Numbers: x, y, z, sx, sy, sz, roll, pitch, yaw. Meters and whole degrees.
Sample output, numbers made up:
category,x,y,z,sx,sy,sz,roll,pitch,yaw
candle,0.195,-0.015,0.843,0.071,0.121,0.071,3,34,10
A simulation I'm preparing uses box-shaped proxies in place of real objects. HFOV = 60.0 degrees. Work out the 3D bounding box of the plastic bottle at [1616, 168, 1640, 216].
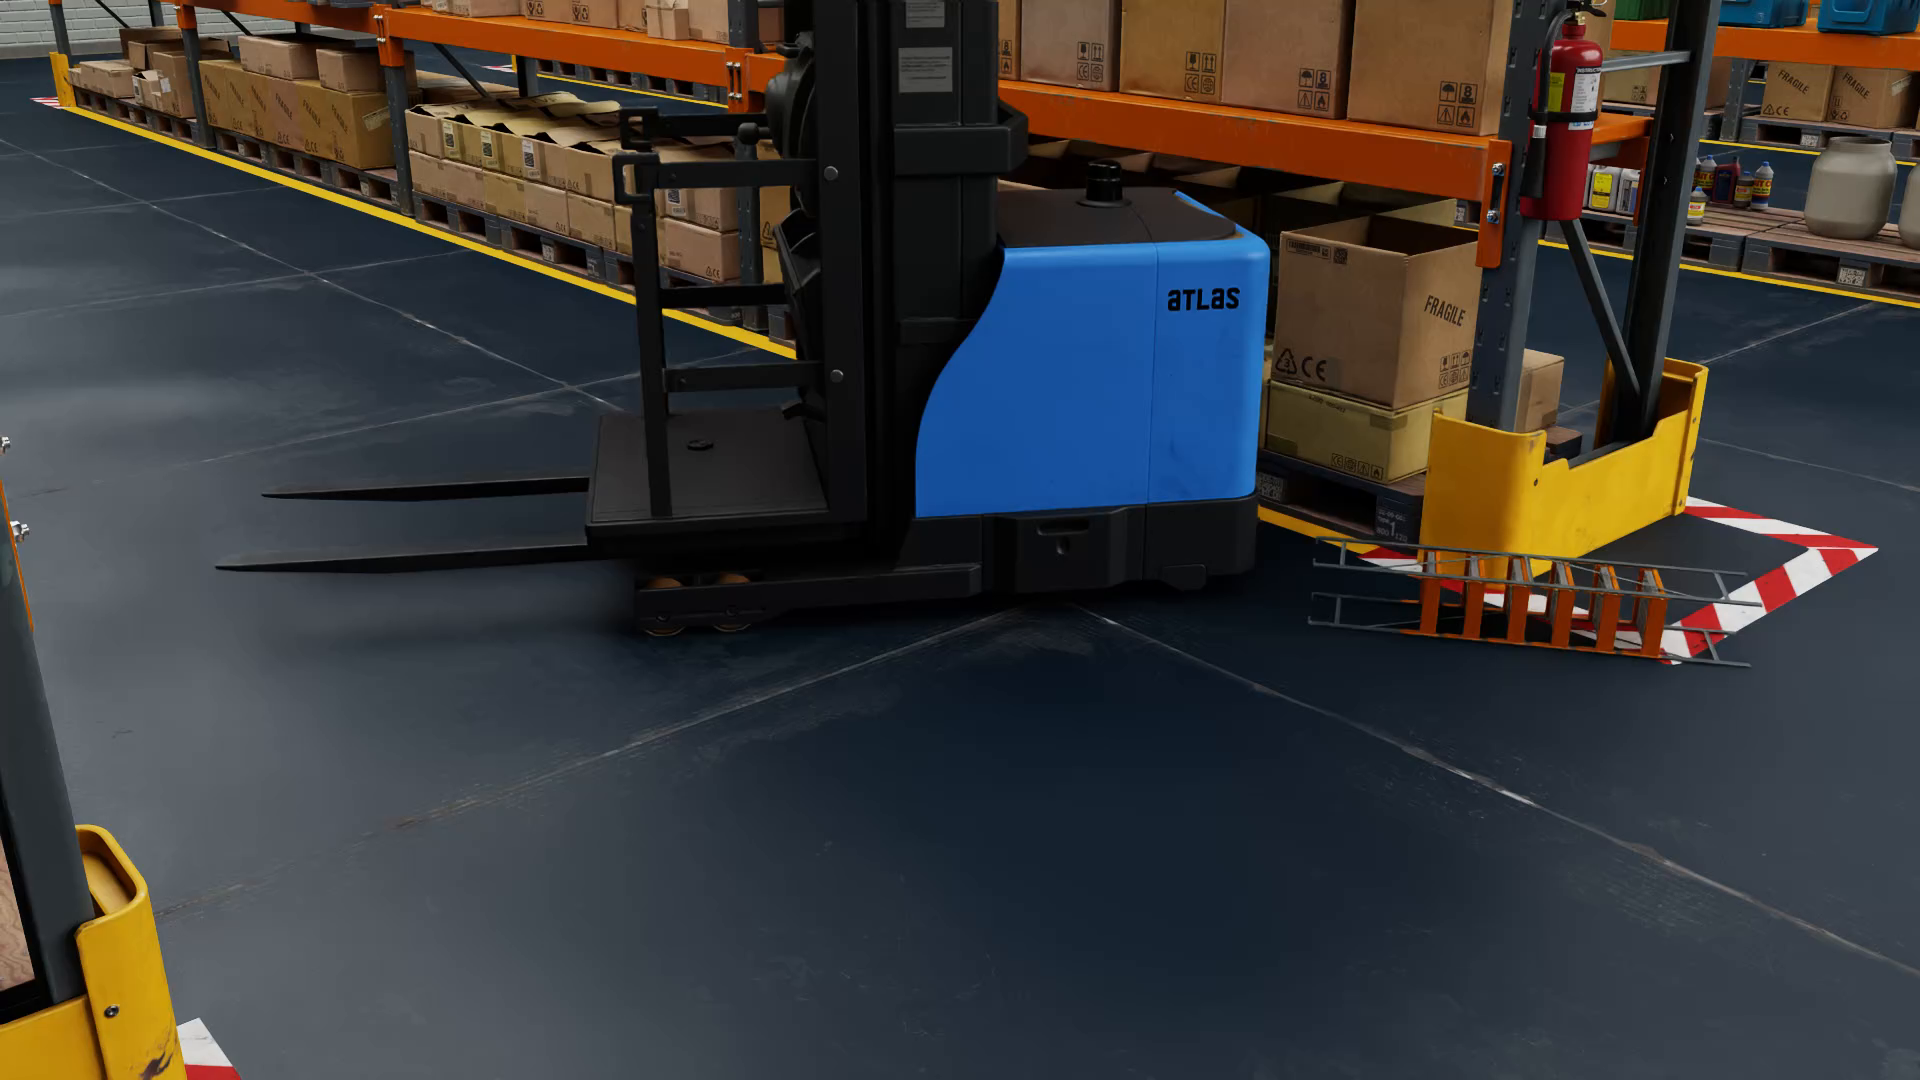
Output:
category,x,y,z,sx,sy,sz,roll,pitch,yaw
plastic bottle,3.959,-2.056,9.752,0.152,0.276,0.135,-18,28,-39

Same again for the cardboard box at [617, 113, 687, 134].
category,x,y,z,sx,sy,sz,roll,pitch,yaw
cardboard box,-1.727,-2.303,9.677,0.500,0.311,0.500,-17,27,-36

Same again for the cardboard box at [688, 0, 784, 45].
category,x,y,z,sx,sy,sz,roll,pitch,yaw
cardboard box,-0.996,-2.585,8.176,0.500,0.250,0.500,-15,26,-34

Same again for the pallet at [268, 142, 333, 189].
category,x,y,z,sx,sy,sz,roll,pitch,yaw
pallet,-4.504,-2.888,12.568,1.003,0.211,1.213,-17,27,-37

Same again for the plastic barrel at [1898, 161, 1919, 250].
category,x,y,z,sx,sy,sz,roll,pitch,yaw
plastic barrel,5.237,-1.803,8.809,0.421,0.512,0.421,0,21,0

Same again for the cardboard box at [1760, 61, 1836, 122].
category,x,y,z,sx,sy,sz,roll,pitch,yaw
cardboard box,7.096,-3.798,13.919,0.500,0.500,0.500,-18,28,-39

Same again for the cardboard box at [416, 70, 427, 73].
category,x,y,z,sx,sy,sz,roll,pitch,yaw
cardboard box,-4.348,-3.295,12.608,0.500,0.500,0.500,-19,28,-39

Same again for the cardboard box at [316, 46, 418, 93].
category,x,y,z,sx,sy,sz,roll,pitch,yaw
cardboard box,-4.081,-3.241,11.443,0.500,0.250,0.500,-16,27,-35

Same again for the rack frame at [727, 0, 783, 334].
category,x,y,z,sx,sy,sz,roll,pitch,yaw
rack frame,-0.642,-2.529,7.828,1.000,3.000,0.127,-17,27,-37

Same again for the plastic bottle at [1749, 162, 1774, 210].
category,x,y,z,sx,sy,sz,roll,pitch,yaw
plastic bottle,4.777,-2.112,9.900,0.097,0.271,0.097,0,21,0

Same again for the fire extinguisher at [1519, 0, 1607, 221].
category,x,y,z,sx,sy,sz,roll,pitch,yaw
fire extinguisher,1.694,-1.245,4.655,0.296,0.674,0.183,-17,27,-37

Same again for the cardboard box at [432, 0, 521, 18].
category,x,y,z,sx,sy,sz,roll,pitch,yaw
cardboard box,-2.816,-3.299,9.917,0.500,0.311,0.500,-18,28,-38

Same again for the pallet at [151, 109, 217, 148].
category,x,y,z,sx,sy,sz,roll,pitch,yaw
pallet,-6.311,-3.631,14.465,1.003,0.211,1.213,-17,27,-37

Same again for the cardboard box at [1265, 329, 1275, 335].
category,x,y,z,sx,sy,sz,roll,pitch,yaw
cardboard box,1.459,-0.677,6.295,0.500,0.250,0.500,-17,27,-37

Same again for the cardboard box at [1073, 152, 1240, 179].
category,x,y,z,sx,sy,sz,roll,pitch,yaw
cardboard box,0.811,-1.304,6.868,0.500,0.500,0.500,-17,27,-37

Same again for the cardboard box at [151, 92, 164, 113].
category,x,y,z,sx,sy,sz,roll,pitch,yaw
cardboard box,-6.741,-3.796,14.368,0.380,0.149,0.250,-17,27,-37

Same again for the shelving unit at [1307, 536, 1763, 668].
category,x,y,z,sx,sy,sz,roll,pitch,yaw
shelving unit,1.623,0.170,4.784,1.200,0.189,0.258,5,22,13

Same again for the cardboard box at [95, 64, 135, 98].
category,x,y,z,sx,sy,sz,roll,pitch,yaw
cardboard box,-7.682,-4.275,15.453,0.500,0.250,0.500,-17,27,-37

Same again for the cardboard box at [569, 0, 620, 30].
category,x,y,z,sx,sy,sz,roll,pitch,yaw
cardboard box,-1.802,-3.076,9.086,0.500,0.500,0.500,-17,27,-37

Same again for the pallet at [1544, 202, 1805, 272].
category,x,y,z,sx,sy,sz,roll,pitch,yaw
pallet,4.321,-1.876,9.984,1.003,0.211,1.213,-17,27,-37

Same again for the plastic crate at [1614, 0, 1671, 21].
category,x,y,z,sx,sy,sz,roll,pitch,yaw
plastic crate,3.785,-3.166,9.745,0.450,0.188,0.662,-17,27,-37

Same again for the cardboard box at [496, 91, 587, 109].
category,x,y,z,sx,sy,sz,roll,pitch,yaw
cardboard box,-2.724,-2.724,10.752,0.500,0.311,0.500,-17,27,-36

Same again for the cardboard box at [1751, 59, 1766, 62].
category,x,y,z,sx,sy,sz,roll,pitch,yaw
cardboard box,8.980,-5.862,18.846,1.050,0.750,0.750,-17,27,-37

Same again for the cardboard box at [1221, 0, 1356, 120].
category,x,y,z,sx,sy,sz,roll,pitch,yaw
cardboard box,1.328,-1.746,5.693,0.700,0.500,0.500,-17,27,-36

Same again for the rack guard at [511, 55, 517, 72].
category,x,y,z,sx,sy,sz,roll,pitch,yaw
rack guard,-4.745,-5.862,19.766,1.175,0.500,0.348,-17,27,-37

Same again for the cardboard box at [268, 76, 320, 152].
category,x,y,z,sx,sy,sz,roll,pitch,yaw
cardboard box,-4.726,-3.164,12.274,0.500,0.500,0.500,-19,28,-39

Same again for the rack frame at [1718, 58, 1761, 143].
category,x,y,z,sx,sy,sz,roll,pitch,yaw
rack frame,6.865,-4.886,13.846,1.000,3.000,0.127,-17,27,-37

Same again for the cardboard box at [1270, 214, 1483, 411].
category,x,y,z,sx,sy,sz,roll,pitch,yaw
cardboard box,1.394,-0.766,5.492,0.500,0.500,0.500,-17,27,-37

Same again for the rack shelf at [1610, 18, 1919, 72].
category,x,y,z,sx,sy,sz,roll,pitch,yaw
rack shelf,4.419,-2.820,9.556,1.077,0.370,4.000,-17,27,-37

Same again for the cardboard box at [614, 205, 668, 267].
category,x,y,z,sx,sy,sz,roll,pitch,yaw
cardboard box,-1.461,-1.630,8.727,0.500,0.250,0.500,-18,28,-38

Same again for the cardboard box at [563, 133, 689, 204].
category,x,y,z,sx,sy,sz,roll,pitch,yaw
cardboard box,-1.792,-2.030,8.979,0.500,0.311,0.500,-18,27,-38

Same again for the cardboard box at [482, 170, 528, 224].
category,x,y,z,sx,sy,sz,roll,pitch,yaw
cardboard box,-2.461,-2.054,9.809,0.500,0.250,0.500,-18,28,-39

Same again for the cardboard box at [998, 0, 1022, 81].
category,x,y,z,sx,sy,sz,roll,pitch,yaw
cardboard box,0.326,-2.171,6.776,0.700,0.500,0.500,-17,27,-37

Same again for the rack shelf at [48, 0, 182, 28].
category,x,y,z,sx,sy,sz,roll,pitch,yaw
rack shelf,-7.169,-4.957,15.013,1.077,0.370,4.000,-17,27,-37

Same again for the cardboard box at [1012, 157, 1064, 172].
category,x,y,z,sx,sy,sz,roll,pitch,yaw
cardboard box,0.077,-1.314,6.893,0.500,0.500,0.500,-17,27,-37

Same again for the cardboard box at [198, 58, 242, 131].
category,x,y,z,sx,sy,sz,roll,pitch,yaw
cardboard box,-5.733,-3.589,13.357,0.500,0.500,0.500,-19,28,-40

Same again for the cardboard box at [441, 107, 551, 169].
category,x,y,z,sx,sy,sz,roll,pitch,yaw
cardboard box,-2.784,-2.453,10.059,0.500,0.311,0.500,-18,28,-39

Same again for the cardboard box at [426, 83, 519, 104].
category,x,y,z,sx,sy,sz,roll,pitch,yaw
cardboard box,-3.333,-2.869,11.520,0.500,0.500,0.500,-16,27,-35

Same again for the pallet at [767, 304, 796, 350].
category,x,y,z,sx,sy,sz,roll,pitch,yaw
pallet,-0.154,-1.001,7.750,1.003,0.211,1.213,-17,27,-37

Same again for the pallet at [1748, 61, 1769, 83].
category,x,y,z,sx,sy,sz,roll,pitch,yaw
pallet,9.328,-5.273,18.658,1.003,0.211,1.213,-17,27,-37

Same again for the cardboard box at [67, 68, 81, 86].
category,x,y,z,sx,sy,sz,roll,pitch,yaw
cardboard box,-8.462,-4.524,16.228,0.380,0.149,0.250,-17,27,-37

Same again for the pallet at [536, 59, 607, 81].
category,x,y,z,sx,sy,sz,roll,pitch,yaw
pallet,-4.211,-5.487,19.204,1.003,0.211,1.213,-17,27,-37

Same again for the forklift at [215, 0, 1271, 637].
category,x,y,z,sx,sy,sz,roll,pitch,yaw
forklift,-0.662,-1.294,4.769,3.031,2.935,1.130,-4,22,-9

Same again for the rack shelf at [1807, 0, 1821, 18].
category,x,y,z,sx,sy,sz,roll,pitch,yaw
rack shelf,8.171,-3.999,12.567,1.077,0.370,4.000,-17,27,-37

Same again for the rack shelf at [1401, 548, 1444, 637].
category,x,y,z,sx,sy,sz,roll,pitch,yaw
rack shelf,1.347,0.145,4.849,0.103,0.180,0.258,5,22,13

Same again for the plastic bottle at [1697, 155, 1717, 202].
category,x,y,z,sx,sy,sz,roll,pitch,yaw
plastic bottle,4.553,-2.206,10.142,0.097,0.271,0.097,0,21,0

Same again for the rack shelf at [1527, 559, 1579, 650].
category,x,y,z,sx,sy,sz,roll,pitch,yaw
rack shelf,1.696,0.177,4.767,0.103,0.180,0.258,5,22,13

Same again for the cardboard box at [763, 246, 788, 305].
category,x,y,z,sx,sy,sz,roll,pitch,yaw
cardboard box,-0.569,-1.244,7.741,0.500,0.250,0.500,-17,27,-37

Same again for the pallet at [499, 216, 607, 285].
category,x,y,z,sx,sy,sz,roll,pitch,yaw
pallet,-1.953,-1.762,9.693,1.003,0.211,1.213,-17,27,-37

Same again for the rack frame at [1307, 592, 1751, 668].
category,x,y,z,sx,sy,sz,roll,pitch,yaw
rack frame,1.623,0.255,4.818,1.200,0.006,0.240,5,22,13

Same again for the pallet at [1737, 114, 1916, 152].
category,x,y,z,sx,sy,sz,roll,pitch,yaw
pallet,7.331,-3.411,13.903,1.003,0.211,1.213,-17,27,-37
